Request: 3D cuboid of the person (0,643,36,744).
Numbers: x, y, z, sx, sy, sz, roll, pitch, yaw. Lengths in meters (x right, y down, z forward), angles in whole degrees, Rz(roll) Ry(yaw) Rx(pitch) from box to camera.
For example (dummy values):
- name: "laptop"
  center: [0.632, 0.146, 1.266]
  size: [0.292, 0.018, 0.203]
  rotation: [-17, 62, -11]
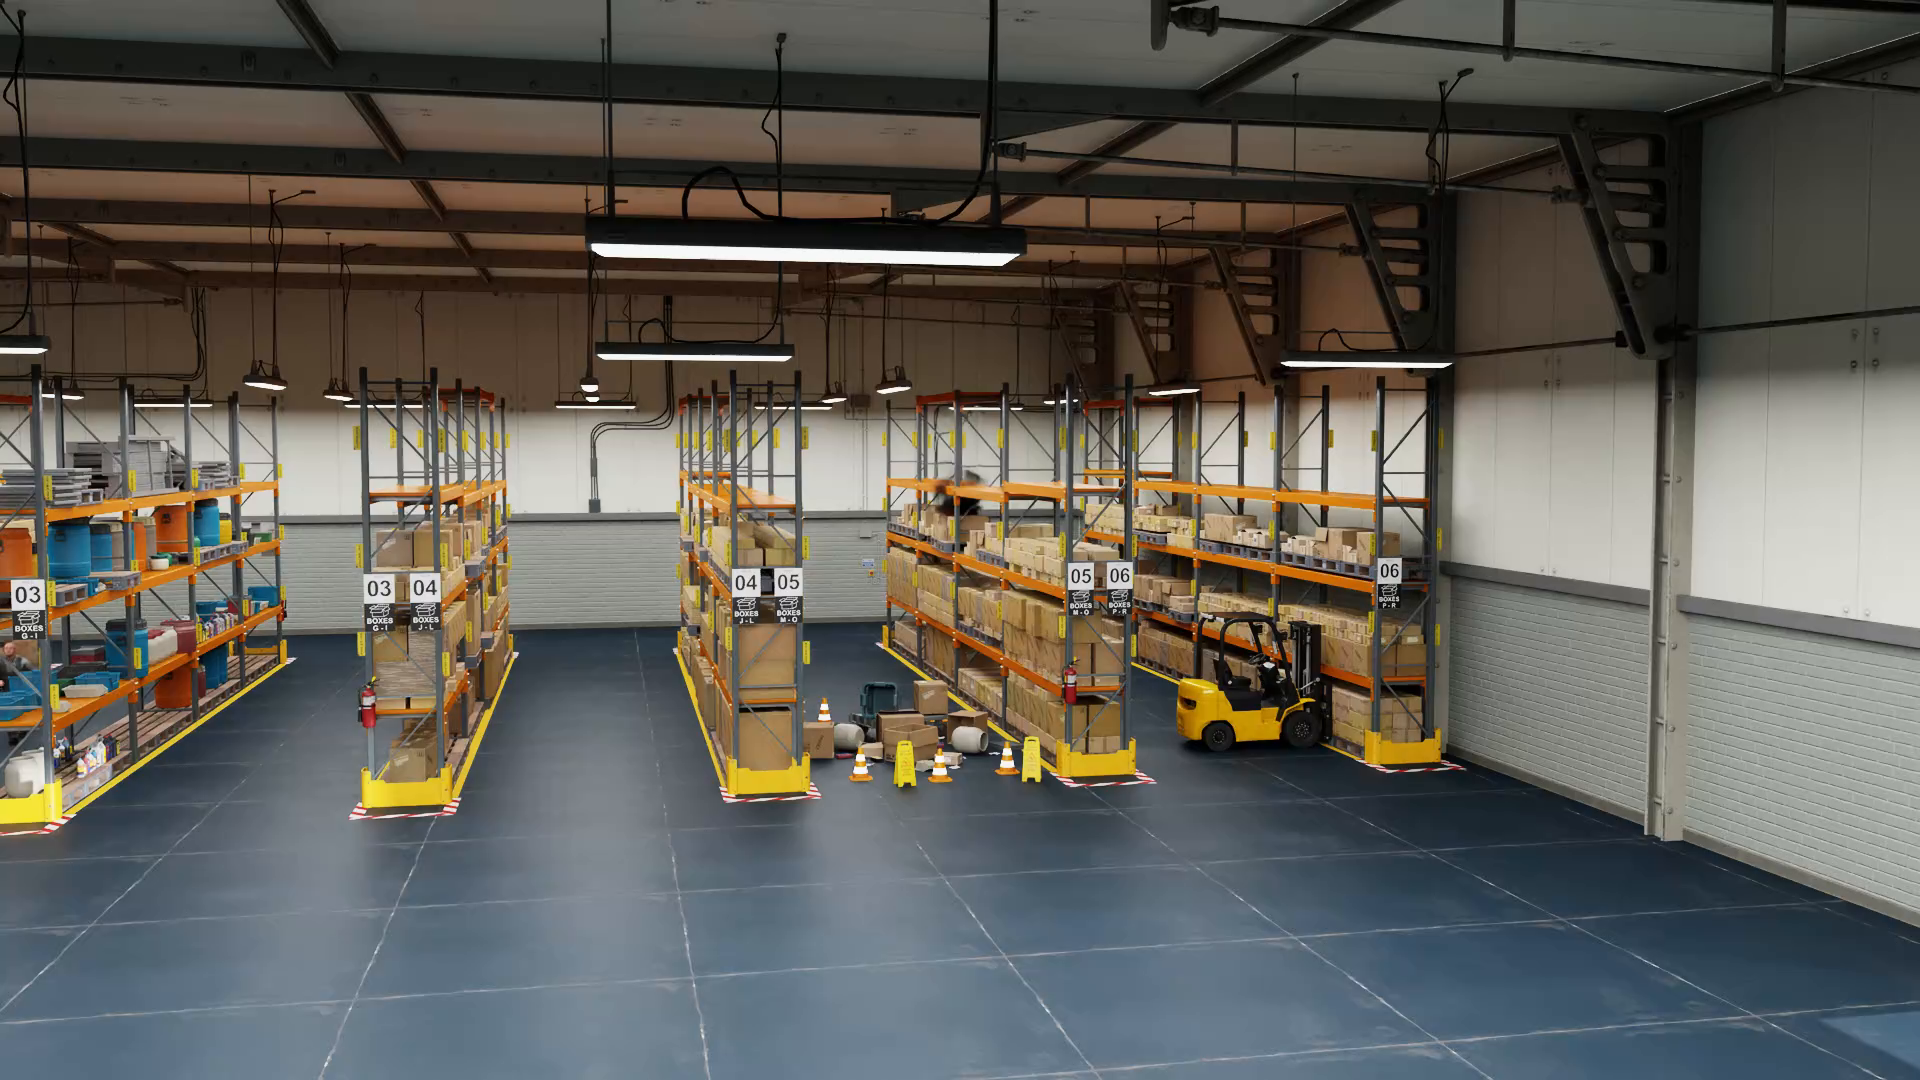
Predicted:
- name: "person"
  center: [-15.554, 2.529, 27.272]
  size: [0.643, 1.682, 0.603]
  rotation: [-1, 4, -16]
